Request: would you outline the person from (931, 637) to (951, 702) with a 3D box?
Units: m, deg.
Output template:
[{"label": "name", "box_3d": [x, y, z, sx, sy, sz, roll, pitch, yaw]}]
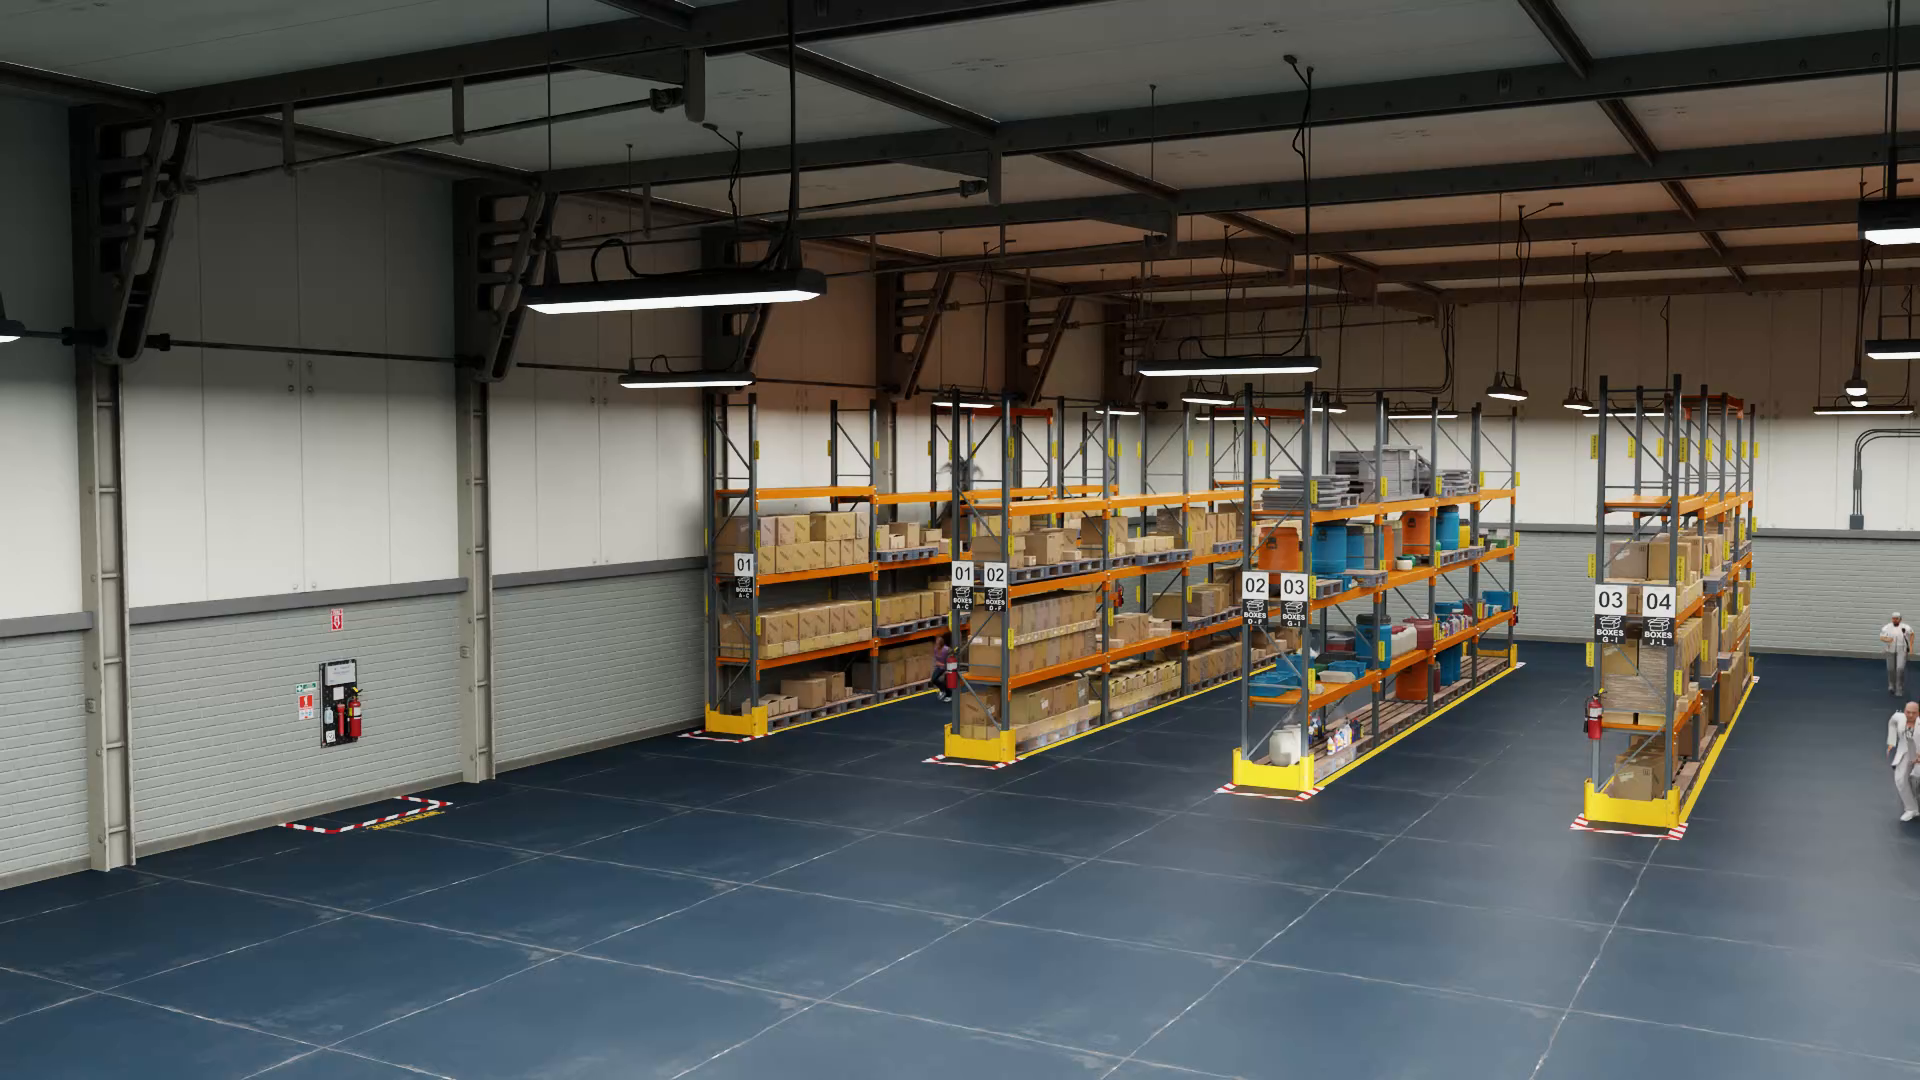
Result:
[{"label": "person", "box_3d": [-0.335, 2.553, 32.673, 0.541, 1.343, 0.919, 2, 4, 29]}]

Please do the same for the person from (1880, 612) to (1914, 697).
[{"label": "person", "box_3d": [19.189, 2.333, 34.081, 0.590, 1.726, 0.837, 2, 4, 34]}]

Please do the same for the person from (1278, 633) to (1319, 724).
[{"label": "person", "box_3d": [6.238, 2.508, 30.114, 0.921, 1.661, 0.642, -1, 3, -18]}]

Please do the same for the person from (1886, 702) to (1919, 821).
[{"label": "person", "box_3d": [13.072, 2.965, 22.713, 0.704, 1.623, 1.120, 3, 4, 40]}]
